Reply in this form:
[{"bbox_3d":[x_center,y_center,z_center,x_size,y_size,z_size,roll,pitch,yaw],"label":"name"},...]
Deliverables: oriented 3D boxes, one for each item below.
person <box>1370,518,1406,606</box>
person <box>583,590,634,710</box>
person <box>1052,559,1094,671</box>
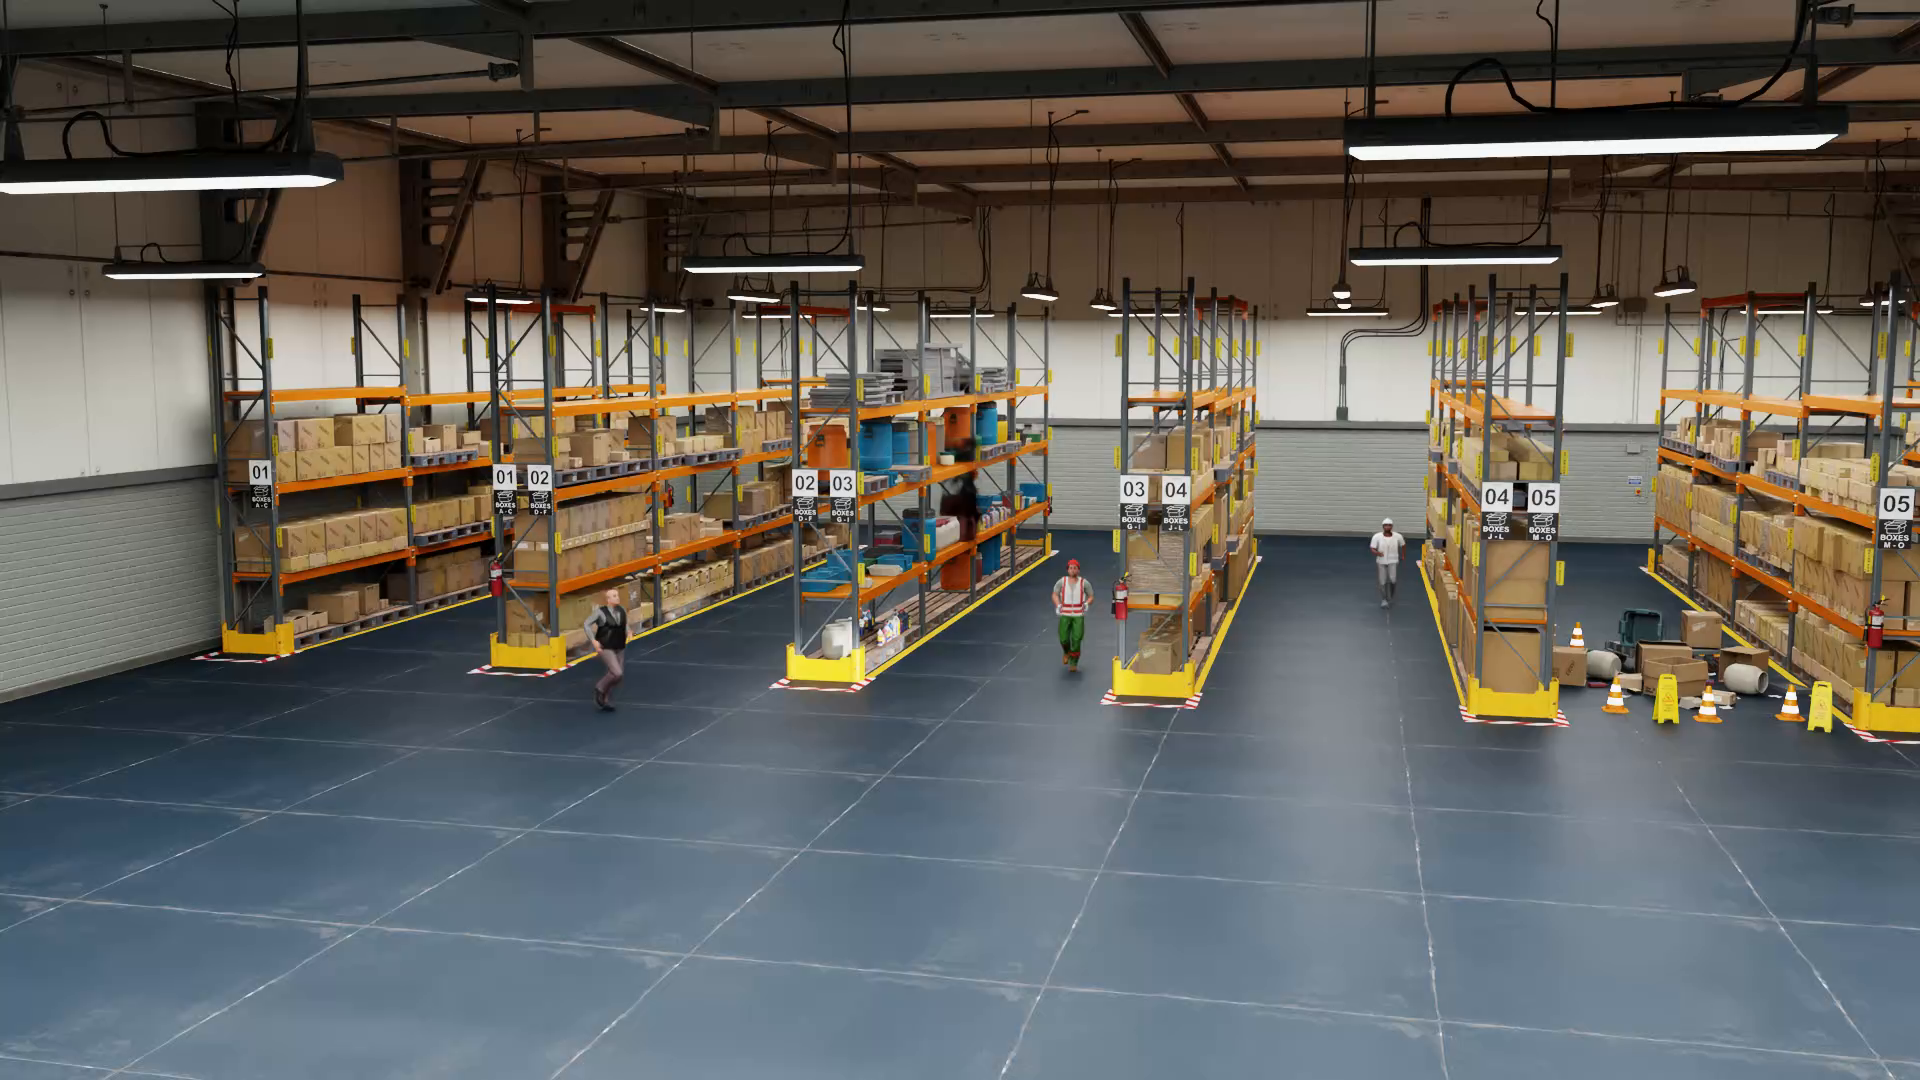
[{"bbox_3d":[8.272,0.444,32.151,0.686,1.725,0.617,1,7,13],"label":"person"},{"bbox_3d":[-4.811,1.522,23.056,0.611,1.678,0.662,5,8,36],"label":"person"},{"bbox_3d":[1.752,1.171,25.865,0.652,1.736,0.612,1,7,7],"label":"person"}]
